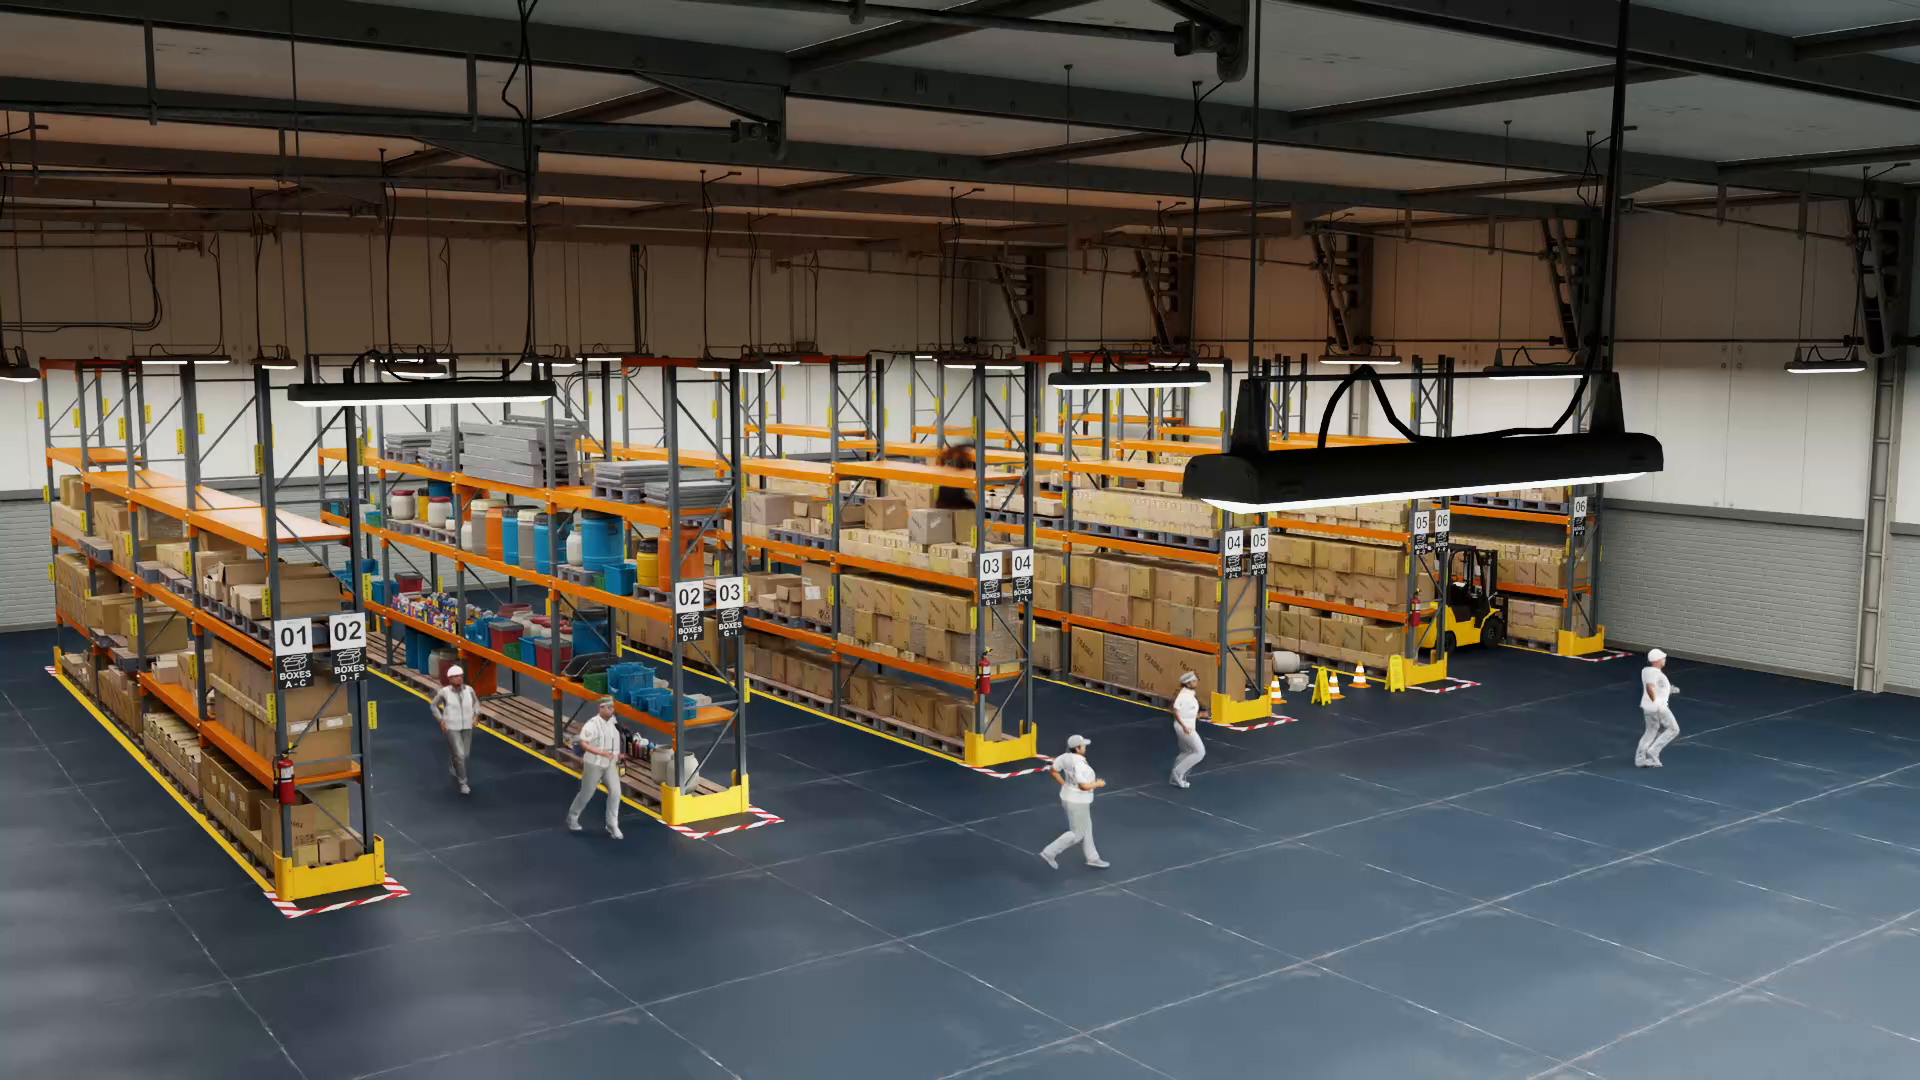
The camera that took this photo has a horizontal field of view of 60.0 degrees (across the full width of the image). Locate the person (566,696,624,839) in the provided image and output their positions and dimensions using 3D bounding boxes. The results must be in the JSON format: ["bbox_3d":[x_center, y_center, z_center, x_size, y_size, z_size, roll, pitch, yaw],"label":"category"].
[{"bbox_3d":[-4.606,2.908,21.408,0.818,1.833,0.730,5,9,36],"label":"person"}]

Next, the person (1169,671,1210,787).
[{"bbox_3d":[3.269,2.677,23.601,0.576,1.659,0.560,0,7,4],"label":"person"}]

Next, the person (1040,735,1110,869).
[{"bbox_3d":[1.375,3.129,19.744,0.925,1.665,0.600,-2,7,-16],"label":"person"}]

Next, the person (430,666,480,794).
[{"bbox_3d":[-7.131,2.648,23.559,0.673,1.772,0.849,-6,9,-40],"label":"person"}]

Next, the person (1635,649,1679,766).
[{"bbox_3d":[10.357,2.490,24.668,0.659,1.748,0.676,0,7,-3],"label":"person"}]
